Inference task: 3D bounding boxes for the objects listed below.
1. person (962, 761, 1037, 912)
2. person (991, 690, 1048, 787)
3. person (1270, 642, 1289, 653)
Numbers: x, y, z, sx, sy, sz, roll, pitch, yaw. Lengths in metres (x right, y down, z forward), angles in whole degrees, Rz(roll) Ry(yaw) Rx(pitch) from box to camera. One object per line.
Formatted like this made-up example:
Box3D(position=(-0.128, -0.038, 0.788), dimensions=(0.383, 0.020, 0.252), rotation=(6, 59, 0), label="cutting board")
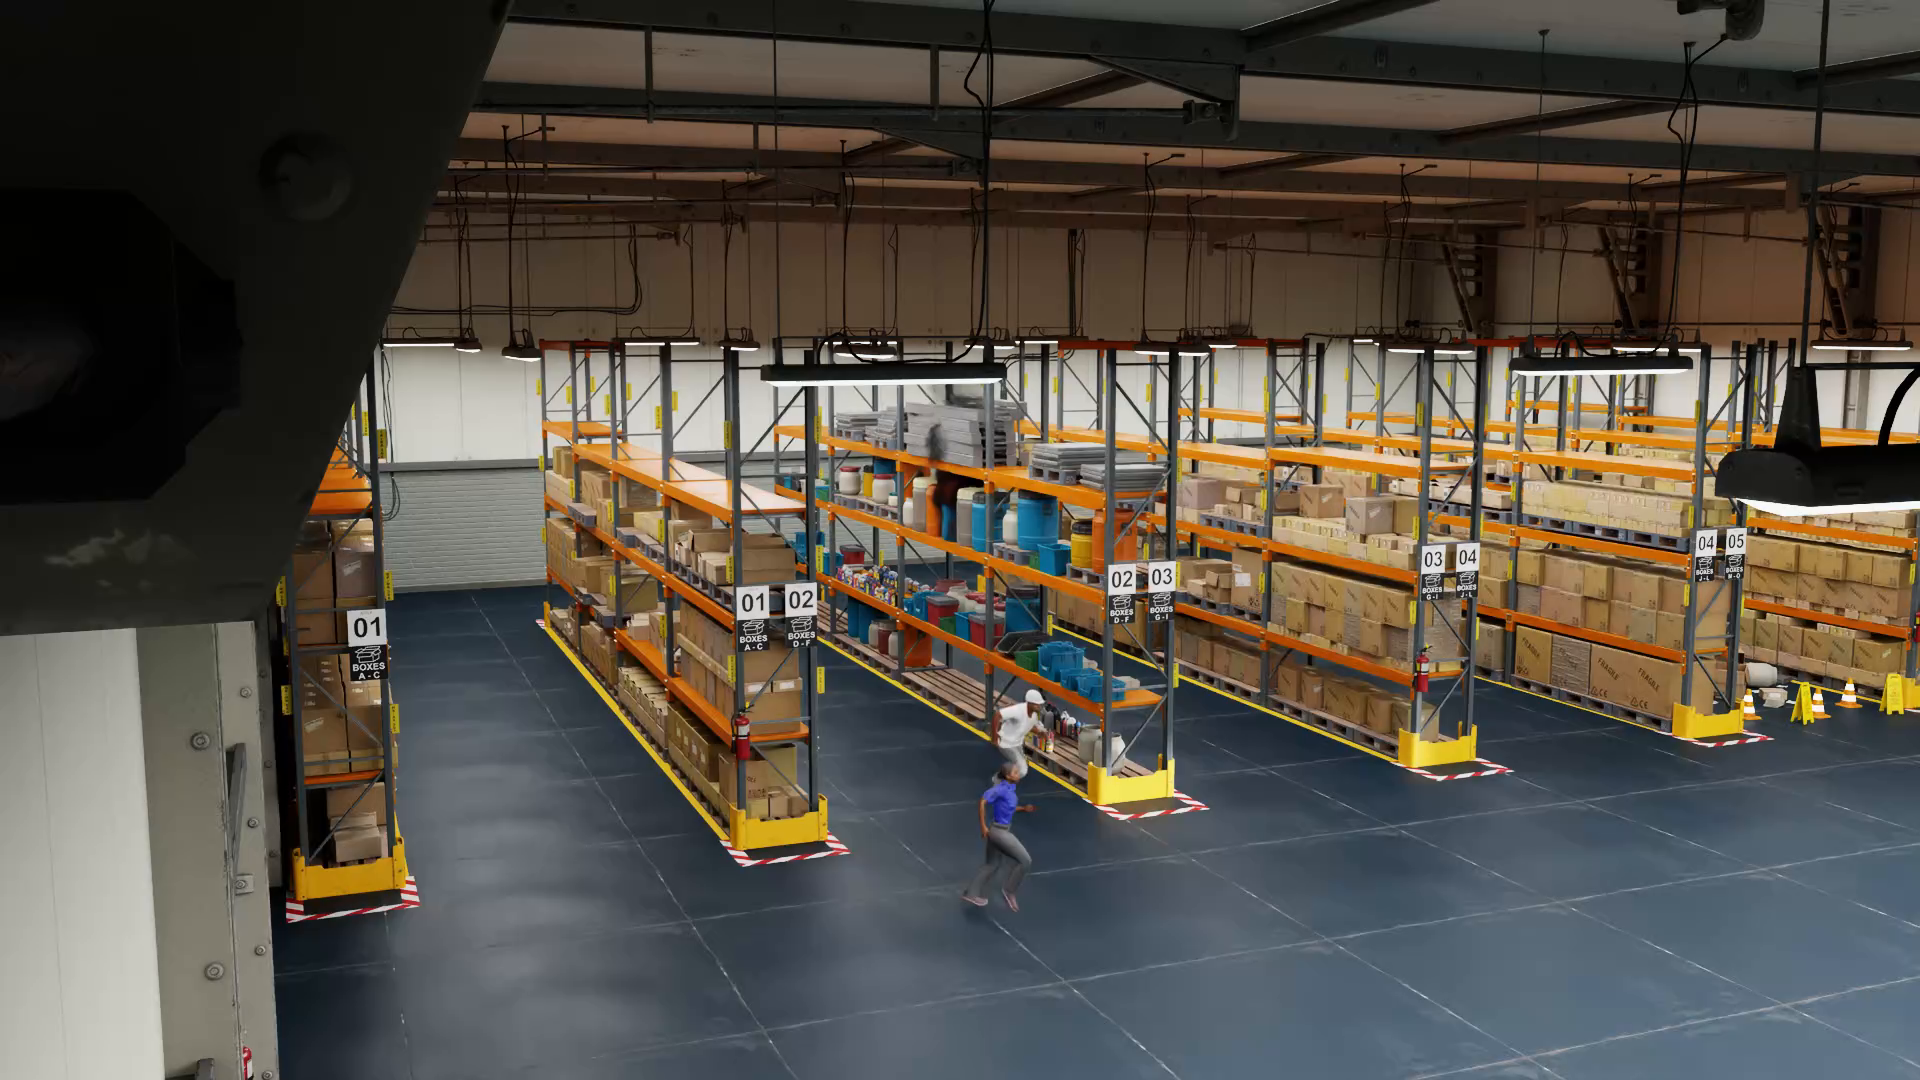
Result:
Box3D(position=(0.423, 3.201, 17.917), dimensions=(0.813, 1.660, 0.601), rotation=(1, 7, 6), label="person")
Box3D(position=(0.729, 2.720, 21.823), dimensions=(0.839, 1.578, 0.735), rotation=(5, 9, 33), label="person")
Box3D(position=(6.077, 1.473, 31.159), dimensions=(0.638, 1.664, 0.549), rotation=(-4, 8, -27), label="person")
